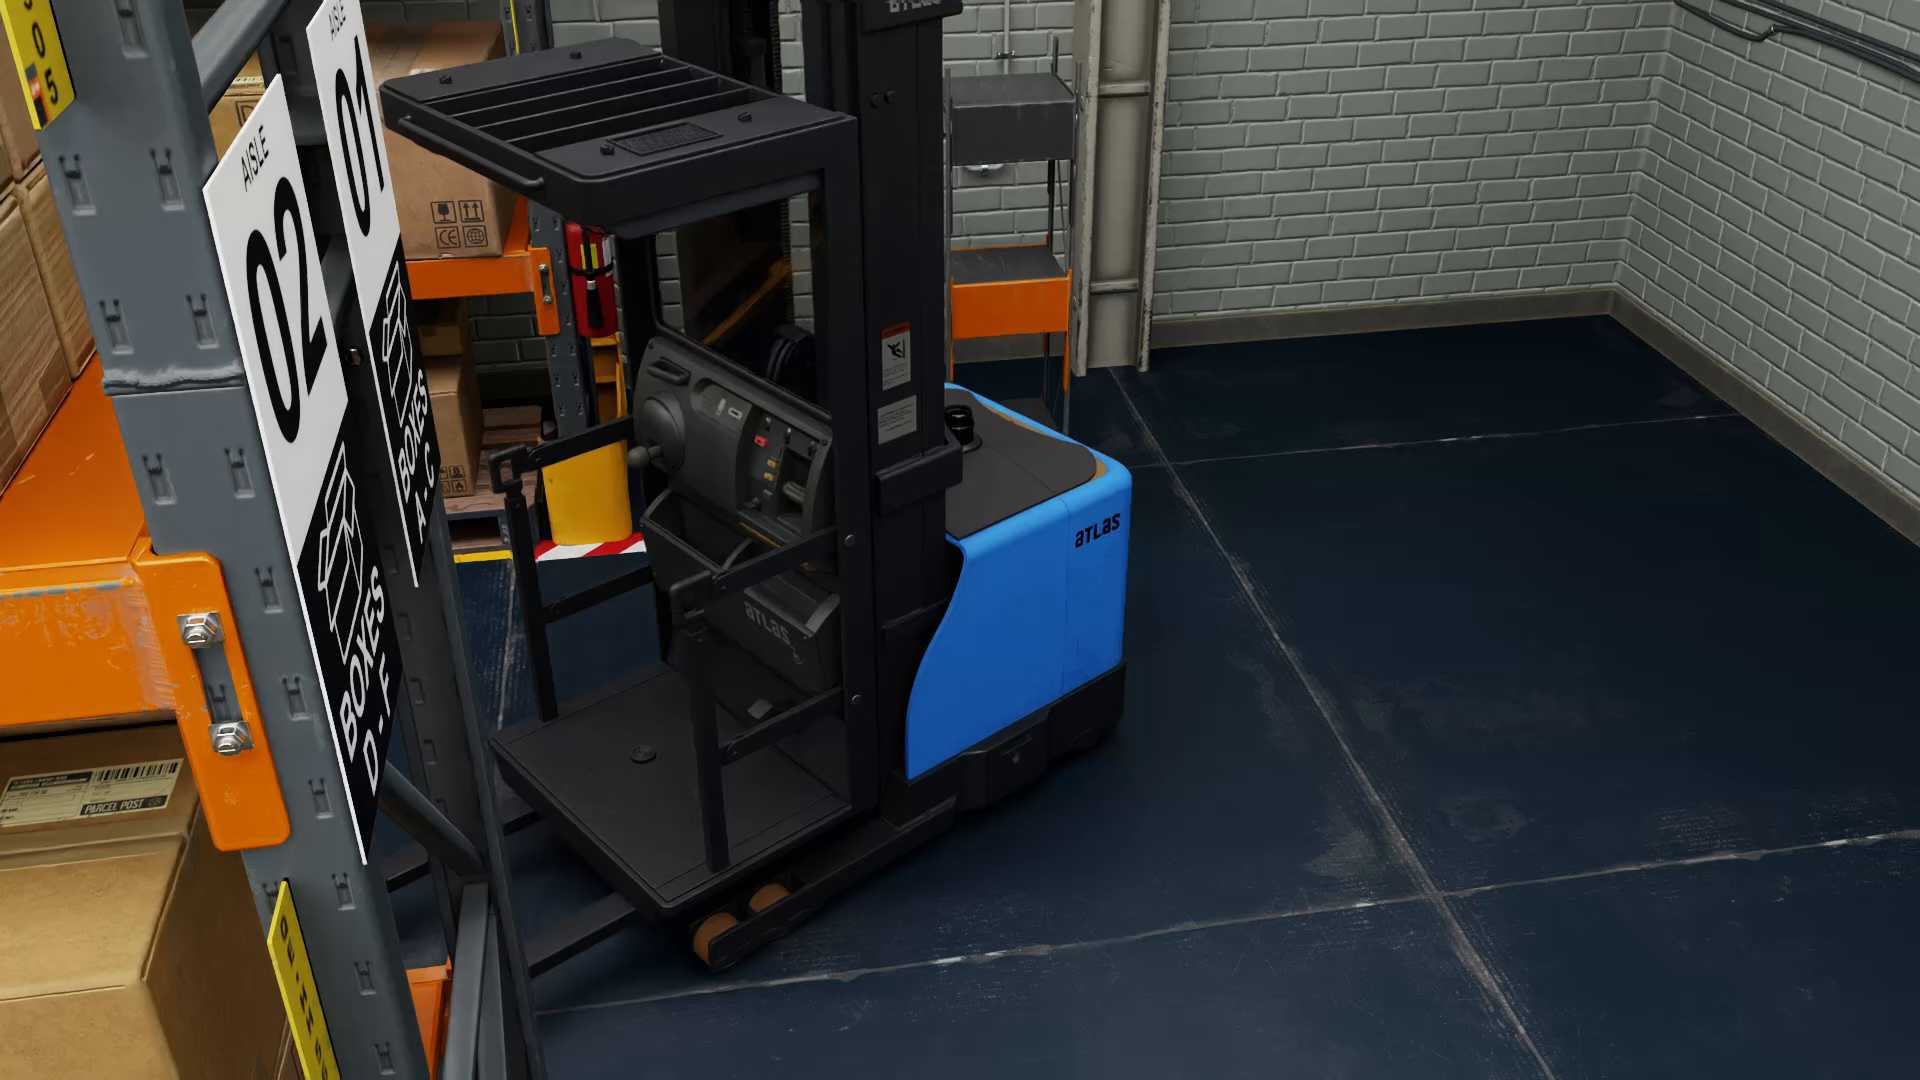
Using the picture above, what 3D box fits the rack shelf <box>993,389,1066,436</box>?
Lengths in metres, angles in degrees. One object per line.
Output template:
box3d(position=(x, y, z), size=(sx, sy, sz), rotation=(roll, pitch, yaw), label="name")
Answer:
box3d(position=(0.163, -0.305, 7.105), size=(0.480, 0.518, 0.431), rotation=(-5, 31, -9), label="rack shelf")

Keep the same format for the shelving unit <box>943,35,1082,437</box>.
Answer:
box3d(position=(0.163, -0.920, 6.743), size=(0.503, 2.100, 0.431), rotation=(-5, 31, -9), label="shelving unit")

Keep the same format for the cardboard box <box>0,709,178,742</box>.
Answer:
box3d(position=(-1.314, 0.338, 2.630), size=(0.500, 0.500, 0.500), rotation=(-4, 31, -7), label="cardboard box")

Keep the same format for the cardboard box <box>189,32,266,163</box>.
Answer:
box3d(position=(-2.939, -1.572, 6.668), size=(0.700, 0.700, 0.980), rotation=(-6, 31, -9), label="cardboard box")

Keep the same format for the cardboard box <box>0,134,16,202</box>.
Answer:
box3d(position=(-1.289, -0.367, 1.610), size=(0.500, 0.250, 0.500), rotation=(-5, 31, -9), label="cardboard box")

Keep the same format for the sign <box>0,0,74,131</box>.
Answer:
box3d(position=(-0.750, -0.493, 1.296), size=(0.005, 0.325, 0.100), rotation=(-5, 31, -9), label="sign")

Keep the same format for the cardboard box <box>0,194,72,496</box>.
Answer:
box3d(position=(-1.288, -0.147, 1.729), size=(0.500, 0.250, 0.500), rotation=(-5, 31, -9), label="cardboard box")

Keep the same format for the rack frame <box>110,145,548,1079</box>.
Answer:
box3d(position=(-0.830, 0.903, 2.755), size=(0.127, 3.000, 1.000), rotation=(-5, 31, -9), label="rack frame")

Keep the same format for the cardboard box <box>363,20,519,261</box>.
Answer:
box3d(position=(-2.226, -1.644, 6.791), size=(0.700, 0.700, 0.980), rotation=(-4, 31, -7), label="cardboard box")

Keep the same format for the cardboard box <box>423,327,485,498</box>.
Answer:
box3d(position=(-2.396, -0.556, 7.288), size=(0.500, 0.500, 0.700), rotation=(-5, 31, -9), label="cardboard box")

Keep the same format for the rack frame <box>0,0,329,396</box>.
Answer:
box3d(position=(-0.830, -1.683, 1.234), size=(0.127, 3.000, 1.000), rotation=(-5, 31, -9), label="rack frame")

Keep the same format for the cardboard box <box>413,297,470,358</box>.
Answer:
box3d(position=(-2.309, -0.947, 7.313), size=(0.250, 0.149, 0.380), rotation=(-5, 31, -9), label="cardboard box")

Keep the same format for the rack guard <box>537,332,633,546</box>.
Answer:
box3d(position=(-1.702, -0.491, 7.592), size=(0.348, 0.500, 1.175), rotation=(-5, 31, -9), label="rack guard")

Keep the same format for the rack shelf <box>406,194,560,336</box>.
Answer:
box3d(position=(-3.693, -1.074, 6.826), size=(4.000, 0.370, 1.077), rotation=(-5, 31, -9), label="rack shelf")

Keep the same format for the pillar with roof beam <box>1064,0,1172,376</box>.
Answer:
box3d(position=(1.550, -2.684, 2.936), size=(0.400, 9.000, 9.100), rotation=(-5, 31, -9), label="pillar with roof beam")

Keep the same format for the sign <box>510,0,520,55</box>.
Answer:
box3d(position=(-1.642, -1.896, 6.139), size=(0.005, 0.325, 0.100), rotation=(-5, 31, -9), label="sign")

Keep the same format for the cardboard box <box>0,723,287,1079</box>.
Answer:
box3d(position=(-1.218, 0.607, 2.173), size=(0.500, 0.500, 0.500), rotation=(-6, 31, -9), label="cardboard box")

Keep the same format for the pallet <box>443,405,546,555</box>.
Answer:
box3d(position=(-2.498, -0.252, 7.471), size=(1.213, 0.211, 1.003), rotation=(-5, 31, -9), label="pallet")

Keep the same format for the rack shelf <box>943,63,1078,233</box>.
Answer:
box3d(position=(0.163, -1.512, 6.396), size=(0.480, 0.518, 0.431), rotation=(-5, 31, -9), label="rack shelf")

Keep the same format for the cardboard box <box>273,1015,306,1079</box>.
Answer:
box3d(position=(-1.221, 1.037, 2.429), size=(0.500, 0.500, 0.500), rotation=(-4, 31, -7), label="cardboard box")

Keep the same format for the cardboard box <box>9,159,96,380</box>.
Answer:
box3d(position=(-1.381, -0.405, 2.168), size=(0.500, 0.250, 0.500), rotation=(-5, 31, -9), label="cardboard box")

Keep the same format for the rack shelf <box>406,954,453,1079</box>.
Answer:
box3d(position=(-2.797, 1.396, 2.626), size=(4.000, 0.370, 1.077), rotation=(-5, 31, -9), label="rack shelf")

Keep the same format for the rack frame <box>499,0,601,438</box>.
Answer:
box3d(position=(-1.726, -1.566, 6.954), size=(0.127, 3.000, 1.000), rotation=(-5, 31, -9), label="rack frame")

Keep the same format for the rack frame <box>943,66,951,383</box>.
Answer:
box3d(position=(-0.077, -0.898, 6.706), size=(0.015, 2.100, 0.400), rotation=(-5, 31, -9), label="rack frame")

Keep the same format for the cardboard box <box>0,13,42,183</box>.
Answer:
box3d(position=(-1.382, -0.624, 2.046), size=(0.500, 0.250, 0.500), rotation=(-5, 31, -9), label="cardboard box")

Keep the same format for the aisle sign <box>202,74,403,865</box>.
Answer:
box3d(position=(-0.708, -0.071, 1.846), size=(0.004, 0.787, 0.394), rotation=(-5, 31, -9), label="aisle sign")

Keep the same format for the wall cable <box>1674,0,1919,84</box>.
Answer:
box3d(position=(3.902, -3.152, 6.796), size=(0.112, 2.526, 3.097), rotation=(-5, 31, -9), label="wall cable")

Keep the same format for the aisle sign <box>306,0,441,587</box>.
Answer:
box3d(position=(-0.816, -0.370, 2.355), size=(0.004, 0.787, 0.394), rotation=(-5, 31, -9), label="aisle sign")

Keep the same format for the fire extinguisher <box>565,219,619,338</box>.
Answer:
box3d(position=(-1.494, -1.156, 6.701), size=(0.183, 0.674, 0.296), rotation=(-5, 31, -9), label="fire extinguisher")

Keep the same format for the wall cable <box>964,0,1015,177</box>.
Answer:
box3d(position=(-0.637, -2.593, 7.698), size=(1.851, 1.984, 0.084), rotation=(-5, 31, -9), label="wall cable")

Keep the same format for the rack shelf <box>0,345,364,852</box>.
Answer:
box3d(position=(-2.797, 0.103, 1.866), size=(4.000, 0.370, 1.077), rotation=(-5, 31, -9), label="rack shelf")

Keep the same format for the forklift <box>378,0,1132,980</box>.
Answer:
box3d(position=(-0.843, -0.265, 4.809), size=(3.031, 2.935, 1.130), rotation=(-24, 38, -35), label="forklift")

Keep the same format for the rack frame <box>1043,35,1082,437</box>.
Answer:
box3d(position=(0.403, -0.943, 6.781), size=(0.015, 2.100, 0.400), rotation=(-5, 31, -9), label="rack frame")

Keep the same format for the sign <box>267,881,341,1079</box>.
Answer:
box3d(position=(-0.750, 0.546, 1.907), size=(0.005, 0.325, 0.100), rotation=(-5, 31, -9), label="sign")

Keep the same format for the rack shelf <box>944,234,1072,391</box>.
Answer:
box3d(position=(0.163, -0.908, 6.750), size=(0.480, 0.518, 0.431), rotation=(-5, 31, -9), label="rack shelf")
